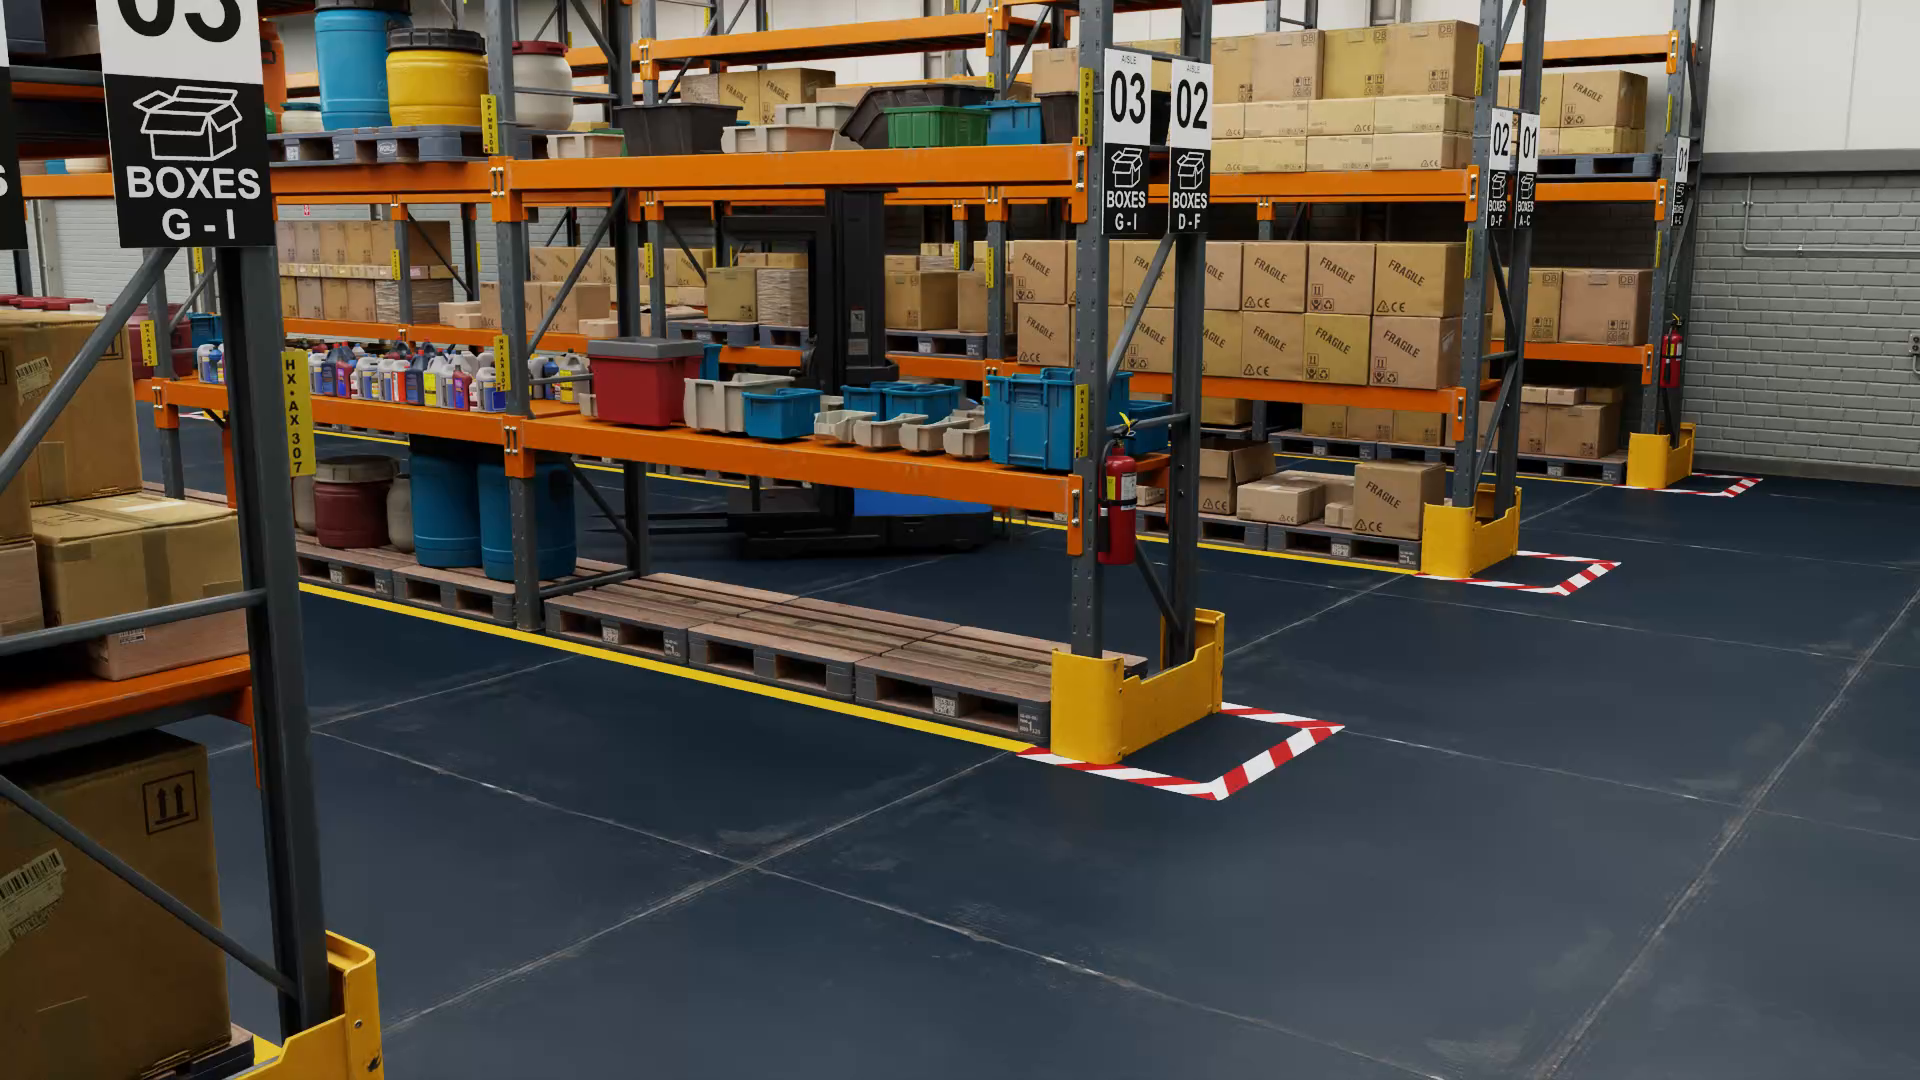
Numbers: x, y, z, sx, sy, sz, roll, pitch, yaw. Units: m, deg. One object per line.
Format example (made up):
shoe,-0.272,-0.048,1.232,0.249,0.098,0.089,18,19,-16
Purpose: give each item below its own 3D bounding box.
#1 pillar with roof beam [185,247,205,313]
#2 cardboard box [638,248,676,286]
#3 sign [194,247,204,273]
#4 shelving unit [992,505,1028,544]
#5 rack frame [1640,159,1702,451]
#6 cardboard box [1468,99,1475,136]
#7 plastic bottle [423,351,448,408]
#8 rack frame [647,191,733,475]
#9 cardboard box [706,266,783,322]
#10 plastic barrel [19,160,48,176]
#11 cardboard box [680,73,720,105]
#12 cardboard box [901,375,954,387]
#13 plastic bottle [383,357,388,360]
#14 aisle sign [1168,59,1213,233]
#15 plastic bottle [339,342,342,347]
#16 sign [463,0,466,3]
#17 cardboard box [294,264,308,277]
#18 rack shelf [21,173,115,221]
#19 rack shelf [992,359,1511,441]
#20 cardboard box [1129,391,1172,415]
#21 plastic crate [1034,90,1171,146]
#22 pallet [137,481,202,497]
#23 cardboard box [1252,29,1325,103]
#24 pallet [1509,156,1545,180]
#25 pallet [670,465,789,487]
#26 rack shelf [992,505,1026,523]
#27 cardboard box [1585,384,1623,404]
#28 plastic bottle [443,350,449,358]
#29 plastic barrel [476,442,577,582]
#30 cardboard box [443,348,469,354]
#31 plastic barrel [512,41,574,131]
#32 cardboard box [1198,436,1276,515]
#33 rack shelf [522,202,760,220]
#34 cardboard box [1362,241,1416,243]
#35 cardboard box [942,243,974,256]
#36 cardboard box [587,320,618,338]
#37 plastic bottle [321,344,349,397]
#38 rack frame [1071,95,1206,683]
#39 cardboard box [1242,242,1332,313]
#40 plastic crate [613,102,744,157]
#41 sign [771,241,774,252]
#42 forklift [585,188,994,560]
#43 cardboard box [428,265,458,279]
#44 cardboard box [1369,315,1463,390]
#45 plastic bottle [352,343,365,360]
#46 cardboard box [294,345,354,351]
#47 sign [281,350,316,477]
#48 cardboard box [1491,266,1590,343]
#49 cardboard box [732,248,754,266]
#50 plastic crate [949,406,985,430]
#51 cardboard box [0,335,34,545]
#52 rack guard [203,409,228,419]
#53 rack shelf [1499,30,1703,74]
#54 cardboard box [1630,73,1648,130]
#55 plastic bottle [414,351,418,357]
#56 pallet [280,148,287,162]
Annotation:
pillar with roof beam,-17.317,-7.544,28.331,0.548,9.000,9.100,8,13,36
cardboard box,-4.319,-3.828,23.290,0.500,0.500,0.500,7,13,34
sign,-9.436,-3.475,20.609,0.005,0.325,0.100,8,13,36
shelving unit,0.368,-0.514,12.921,0.215,1.050,0.252,-11,15,-44
rack frame,6.723,-2.056,15.758,0.127,3.000,1.000,8,13,36
cardboard box,3.534,-3.039,12.023,0.500,0.250,0.500,8,13,36
plastic bottle,-3.300,-1.018,10.523,0.185,0.351,0.144,8,13,36
rack frame,-2.654,-2.196,16.485,0.127,3.000,1.000,8,13,36
cardboard box,-2.080,-2.398,16.159,0.500,0.500,0.700,3,11,17
plastic barrel,-7.748,-3.509,14.056,0.600,0.901,0.600,0,11,0
cardboard box,-2.307,-4.159,15.837,0.500,0.500,0.500,8,13,36
cardboard box,-0.336,-2.017,20.980,0.500,0.500,0.700,8,14,36
plastic bottle,-3.812,-1.081,11.056,0.097,0.271,0.097,0,11,0
aisle sign,1.092,-1.853,7.865,0.004,0.787,0.394,8,13,36
plastic bottle,-4.586,-1.331,12.354,0.097,0.271,0.097,0,11,0
sign,-5.567,-6.173,18.580,0.005,0.325,0.100,8,13,36
cardboard box,-7.675,-3.213,19.771,0.250,0.149,0.380,8,14,36
rack shelf,-7.201,-2.783,13.513,4.000,0.370,1.077,8,13,36
rack shelf,2.182,-1.169,13.067,4.000,0.370,1.077,8,13,36
cardboard box,2.180,-1.809,19.036,0.750,0.750,0.750,8,14,37
plastic crate,0.713,-2.033,8.090,0.590,0.269,0.497,8,13,36
pallet,-7.170,-0.300,14.023,1.213,0.211,1.003,8,13,36
cardboard box,2.551,-3.474,12.296,0.500,0.500,0.700,8,13,36
pallet,5.131,-3.704,16.613,1.213,0.211,1.003,8,13,36
pallet,-2.075,-0.738,16.286,1.213,0.211,1.003,8,13,36
rack shelf,0.368,-0.231,12.976,0.215,0.259,0.240,-11,15,-44
cardboard box,6.318,-1.433,16.308,0.250,0.149,0.380,8,14,36
plastic bottle,-3.602,-1.194,11.644,0.097,0.271,0.097,0,11,0
plastic barrel,-2.794,-0.228,10.732,0.708,0.901,0.600,8,13,36
cardboard box,-6.067,-1.970,19.477,0.500,0.500,0.500,8,13,36
plastic barrel,-2.641,-2.832,10.410,0.433,0.535,0.433,0,11,0
cardboard box,2.087,-0.527,13.268,0.637,0.503,0.797,8,13,36
rack shelf,-4.561,-4.749,23.678,4.000,0.370,1.077,8,13,36
cardboard box,3.166,-1.985,12.496,0.500,0.500,0.500,8,14,36
cardboard box,-0.021,-3.573,20.471,0.250,0.149,0.380,6,12,28
cardboard box,-3.543,-2.132,16.813,0.250,0.149,0.380,8,13,36
plastic bottle,-4.188,-1.142,11.163,0.185,0.351,0.144,8,13,36
rack frame,0.859,-0.539,7.919,0.127,3.000,1.000,8,13,36
cardboard box,2.444,-1.959,12.363,0.500,0.500,0.500,8,14,37
plastic crate,-1.526,-2.216,9.032,0.590,0.269,0.497,8,13,36
sign,-2.624,-4.059,23.063,0.005,0.325,0.100,8,13,36
forklift,-1.306,-1.397,12.533,3.031,2.935,1.130,-2,11,-8
cardboard box,-5.980,-3.073,19.048,0.250,0.149,0.380,8,13,35
cardboard box,3.272,-1.355,11.872,0.500,0.500,0.500,8,14,37
plastic bottle,-4.429,-1.310,12.240,0.097,0.271,0.097,0,11,0
cardboard box,-7.594,-2.057,19.923,0.500,0.500,0.500,8,13,36
sign,-1.740,-0.329,4.345,0.005,0.325,0.100,8,13,36
cardboard box,5.713,-2.339,16.432,0.700,0.700,0.980,8,13,35
cardboard box,-3.204,-3.794,23.111,0.500,0.500,0.500,8,13,34
plastic crate,0.098,-0.642,8.988,0.298,0.136,0.250,8,13,36
cardboard box,-2.621,-0.236,3.989,0.500,0.500,0.500,8,14,36
rack guard,-9.122,-1.871,21.386,0.348,0.500,1.175,8,13,36
rack shelf,5.111,-4.676,16.457,4.000,0.370,1.077,8,13,36
cardboard box,6.277,-4.197,15.982,0.500,0.500,0.500,7,13,33
plastic bottle,-3.766,-1.183,11.587,0.097,0.271,0.097,0,11,0
pallet,-5.031,-2.717,11.779,1.213,0.211,1.003,8,13,36
